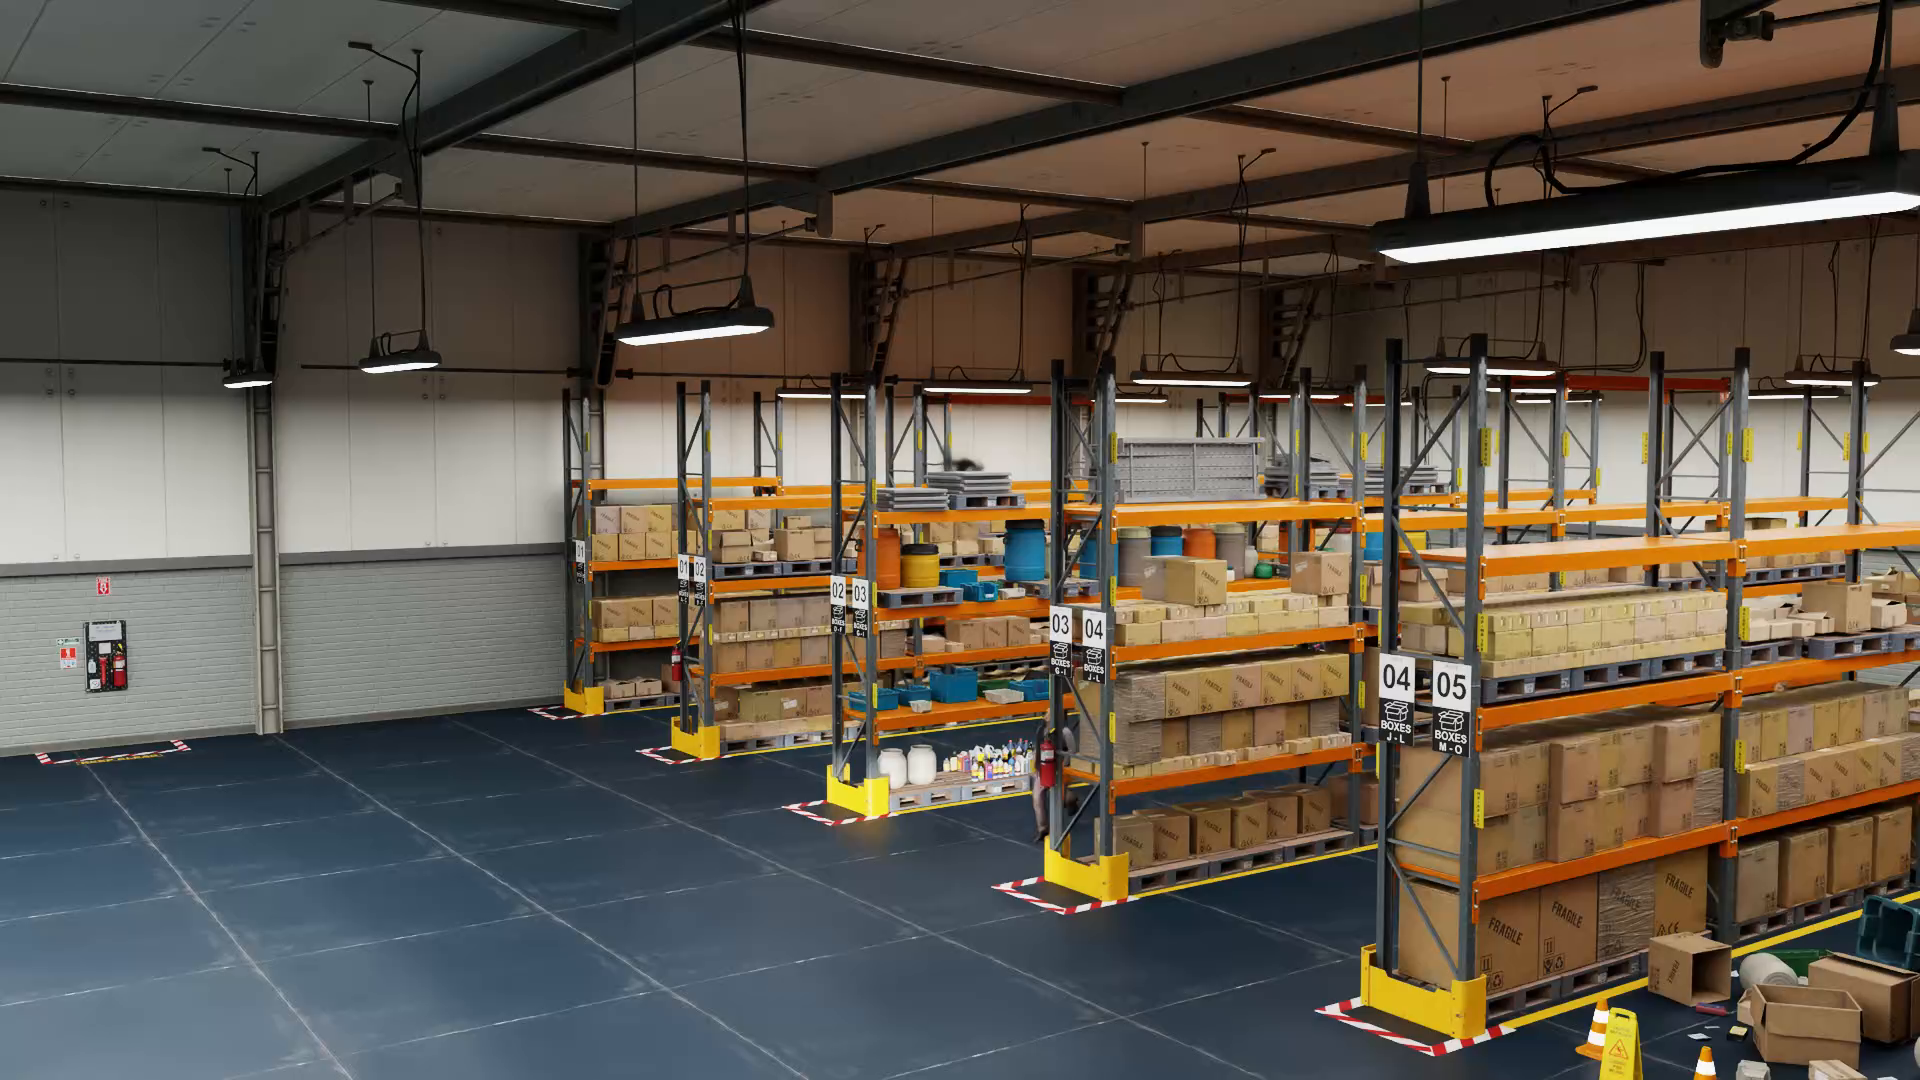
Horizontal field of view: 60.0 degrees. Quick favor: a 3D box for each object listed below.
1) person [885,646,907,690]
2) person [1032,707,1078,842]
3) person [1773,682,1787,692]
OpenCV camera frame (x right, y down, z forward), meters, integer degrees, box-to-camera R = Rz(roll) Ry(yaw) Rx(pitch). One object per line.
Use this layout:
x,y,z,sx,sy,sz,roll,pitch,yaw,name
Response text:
-1.194,2.336,31.031,0.700,1.687,0.625,-3,5,-37,person
1.199,2.975,21.357,0.655,1.698,0.882,2,4,30,person
11.783,2.834,23.905,0.788,1.633,0.609,-3,5,-43,person
